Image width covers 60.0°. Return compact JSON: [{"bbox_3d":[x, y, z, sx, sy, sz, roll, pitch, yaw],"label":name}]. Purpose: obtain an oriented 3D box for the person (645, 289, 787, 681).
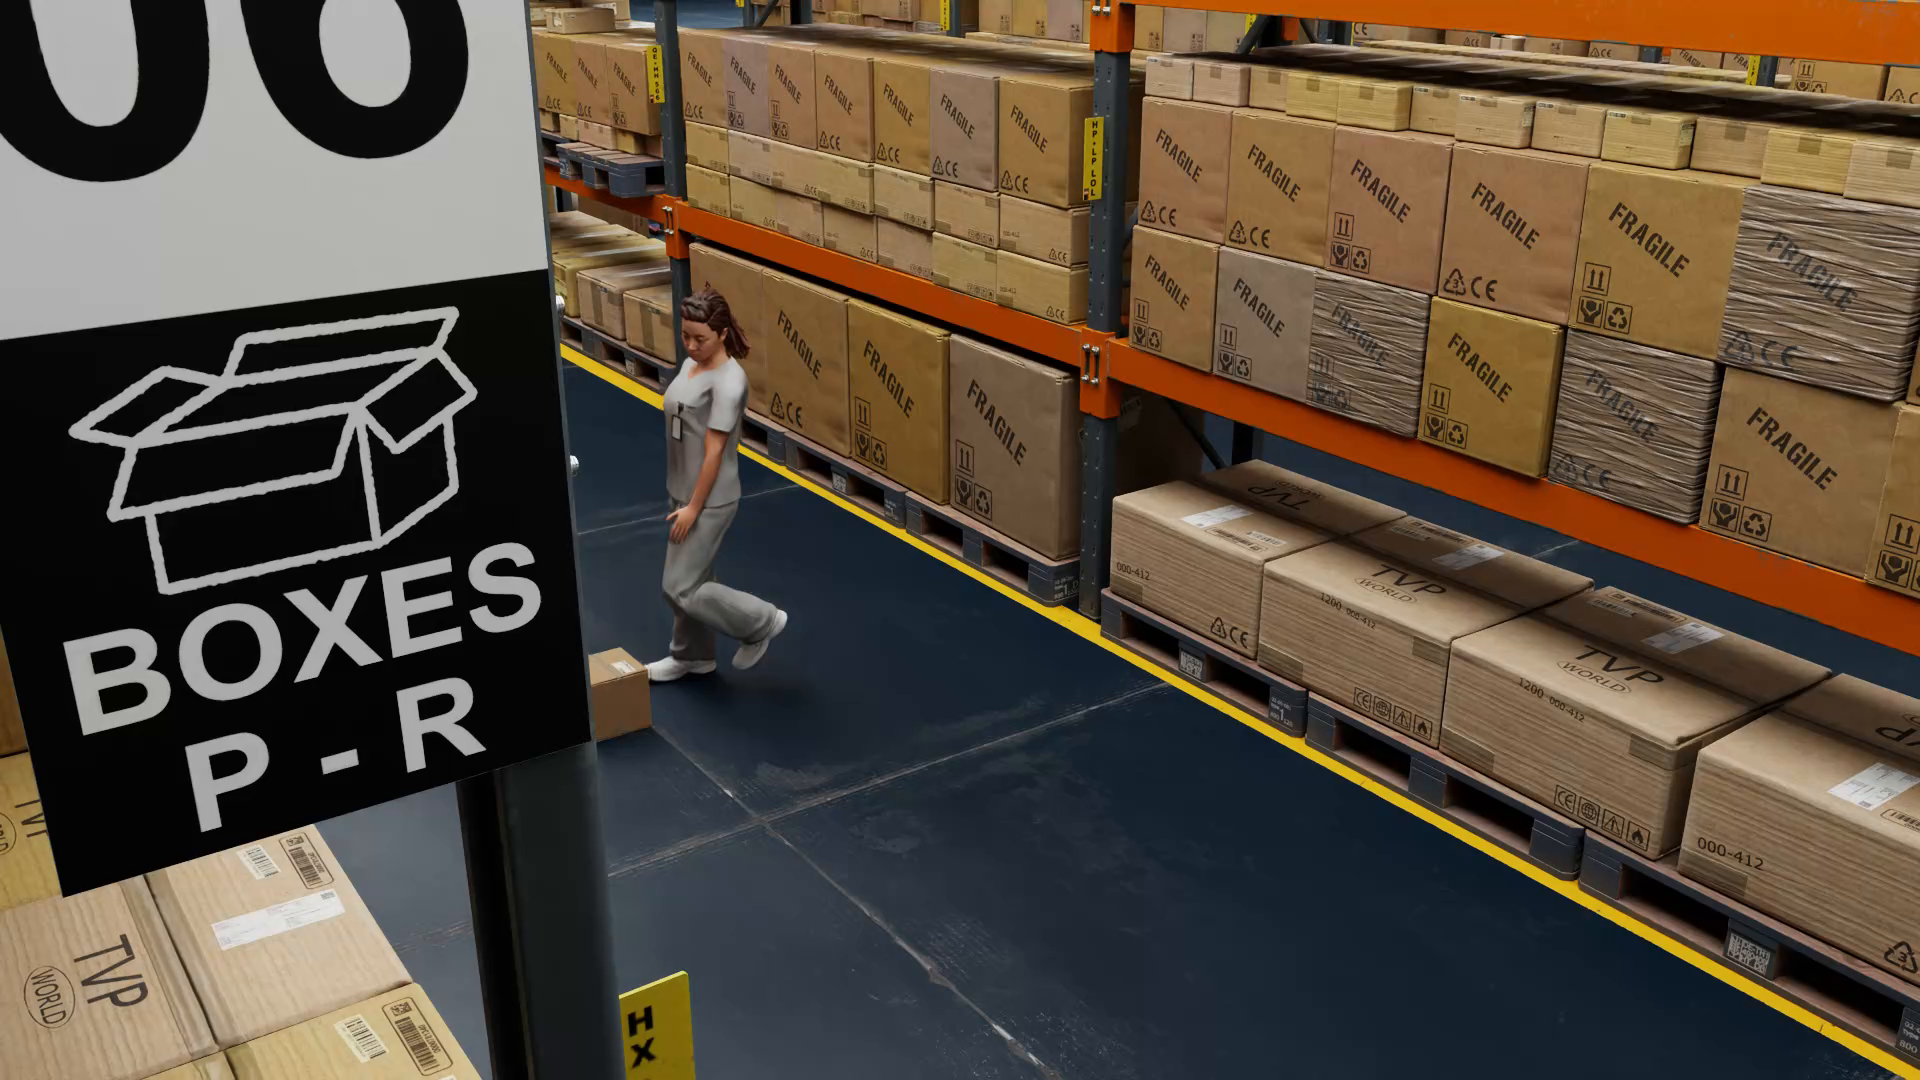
[{"bbox_3d":[-0.981,-0.172,6.517,0.532,1.666,0.486,-11,24,-25],"label":"person"}]
